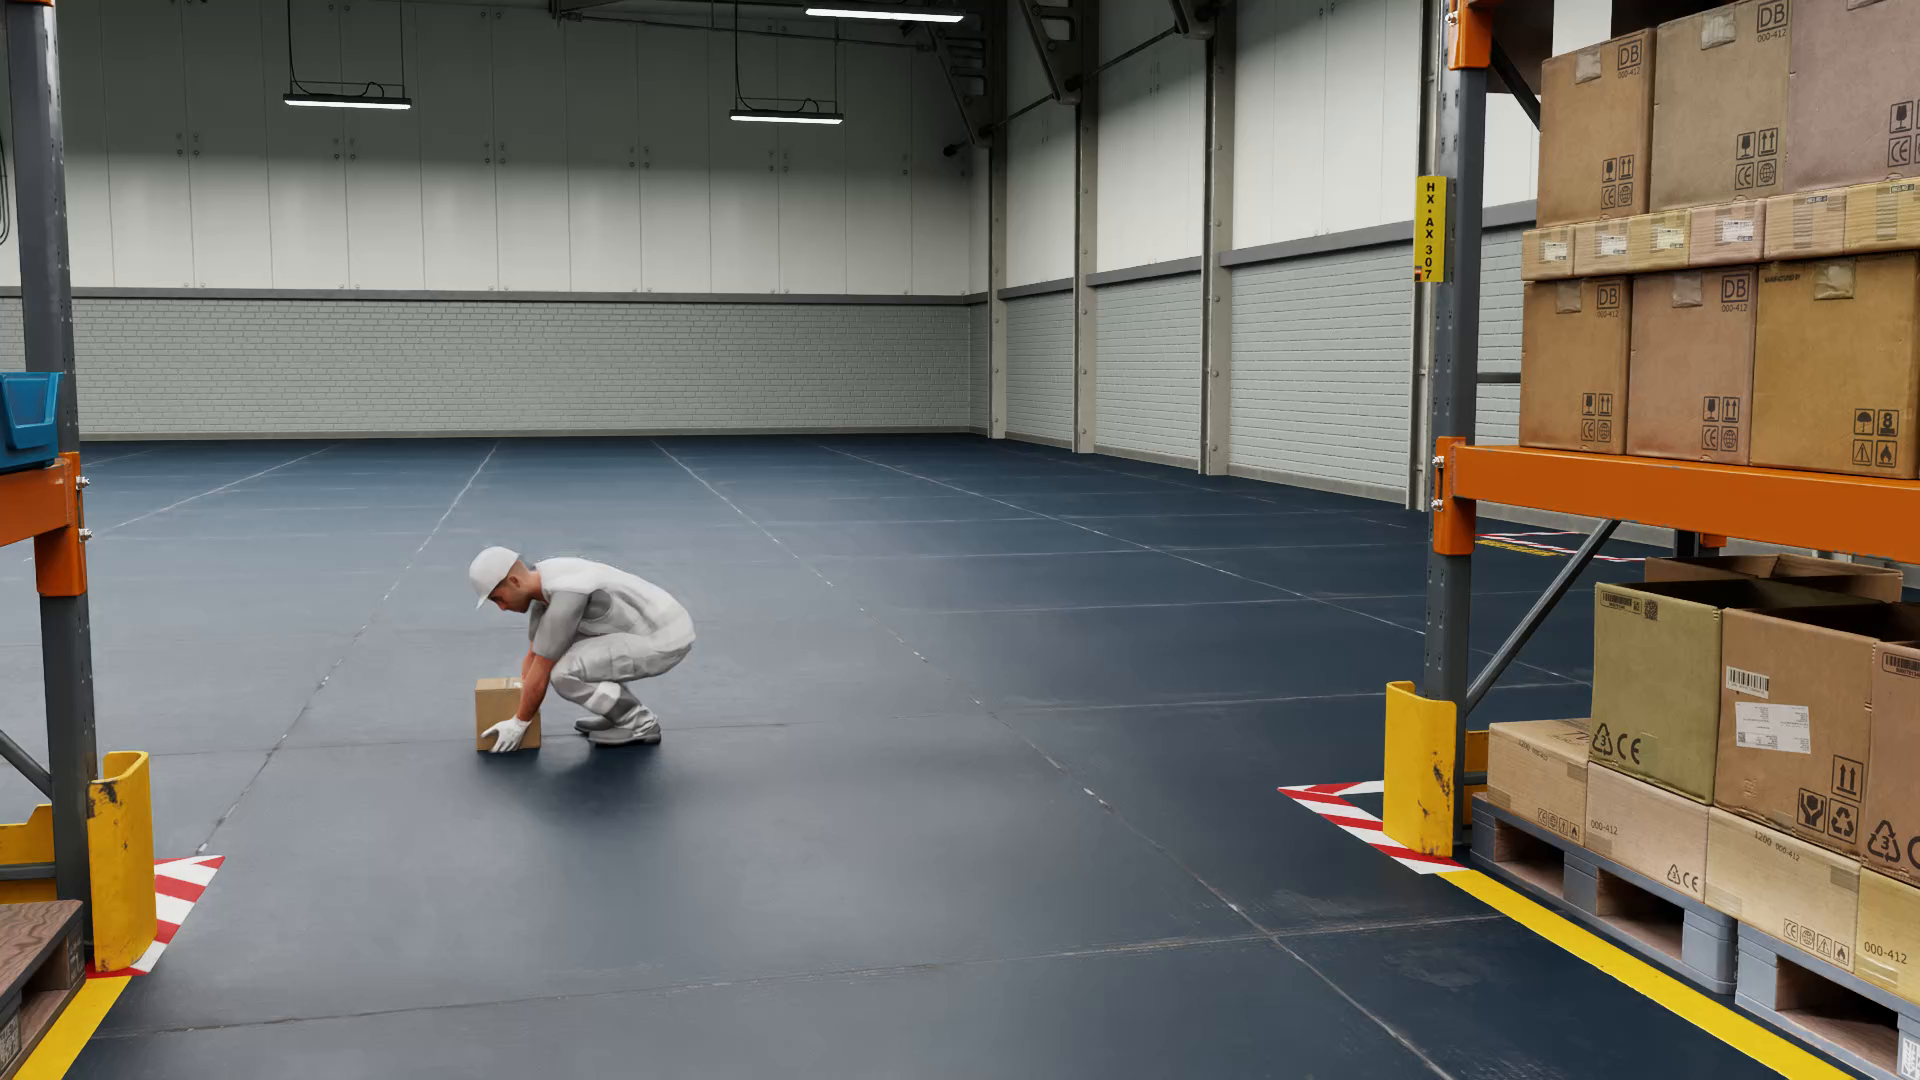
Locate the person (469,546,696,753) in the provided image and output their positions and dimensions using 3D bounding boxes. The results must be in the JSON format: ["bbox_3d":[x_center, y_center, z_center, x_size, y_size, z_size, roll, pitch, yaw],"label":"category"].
[{"bbox_3d":[-1.548,0.448,6.875,0.901,0.877,0.547,-1,6,-14],"label":"person"}]
